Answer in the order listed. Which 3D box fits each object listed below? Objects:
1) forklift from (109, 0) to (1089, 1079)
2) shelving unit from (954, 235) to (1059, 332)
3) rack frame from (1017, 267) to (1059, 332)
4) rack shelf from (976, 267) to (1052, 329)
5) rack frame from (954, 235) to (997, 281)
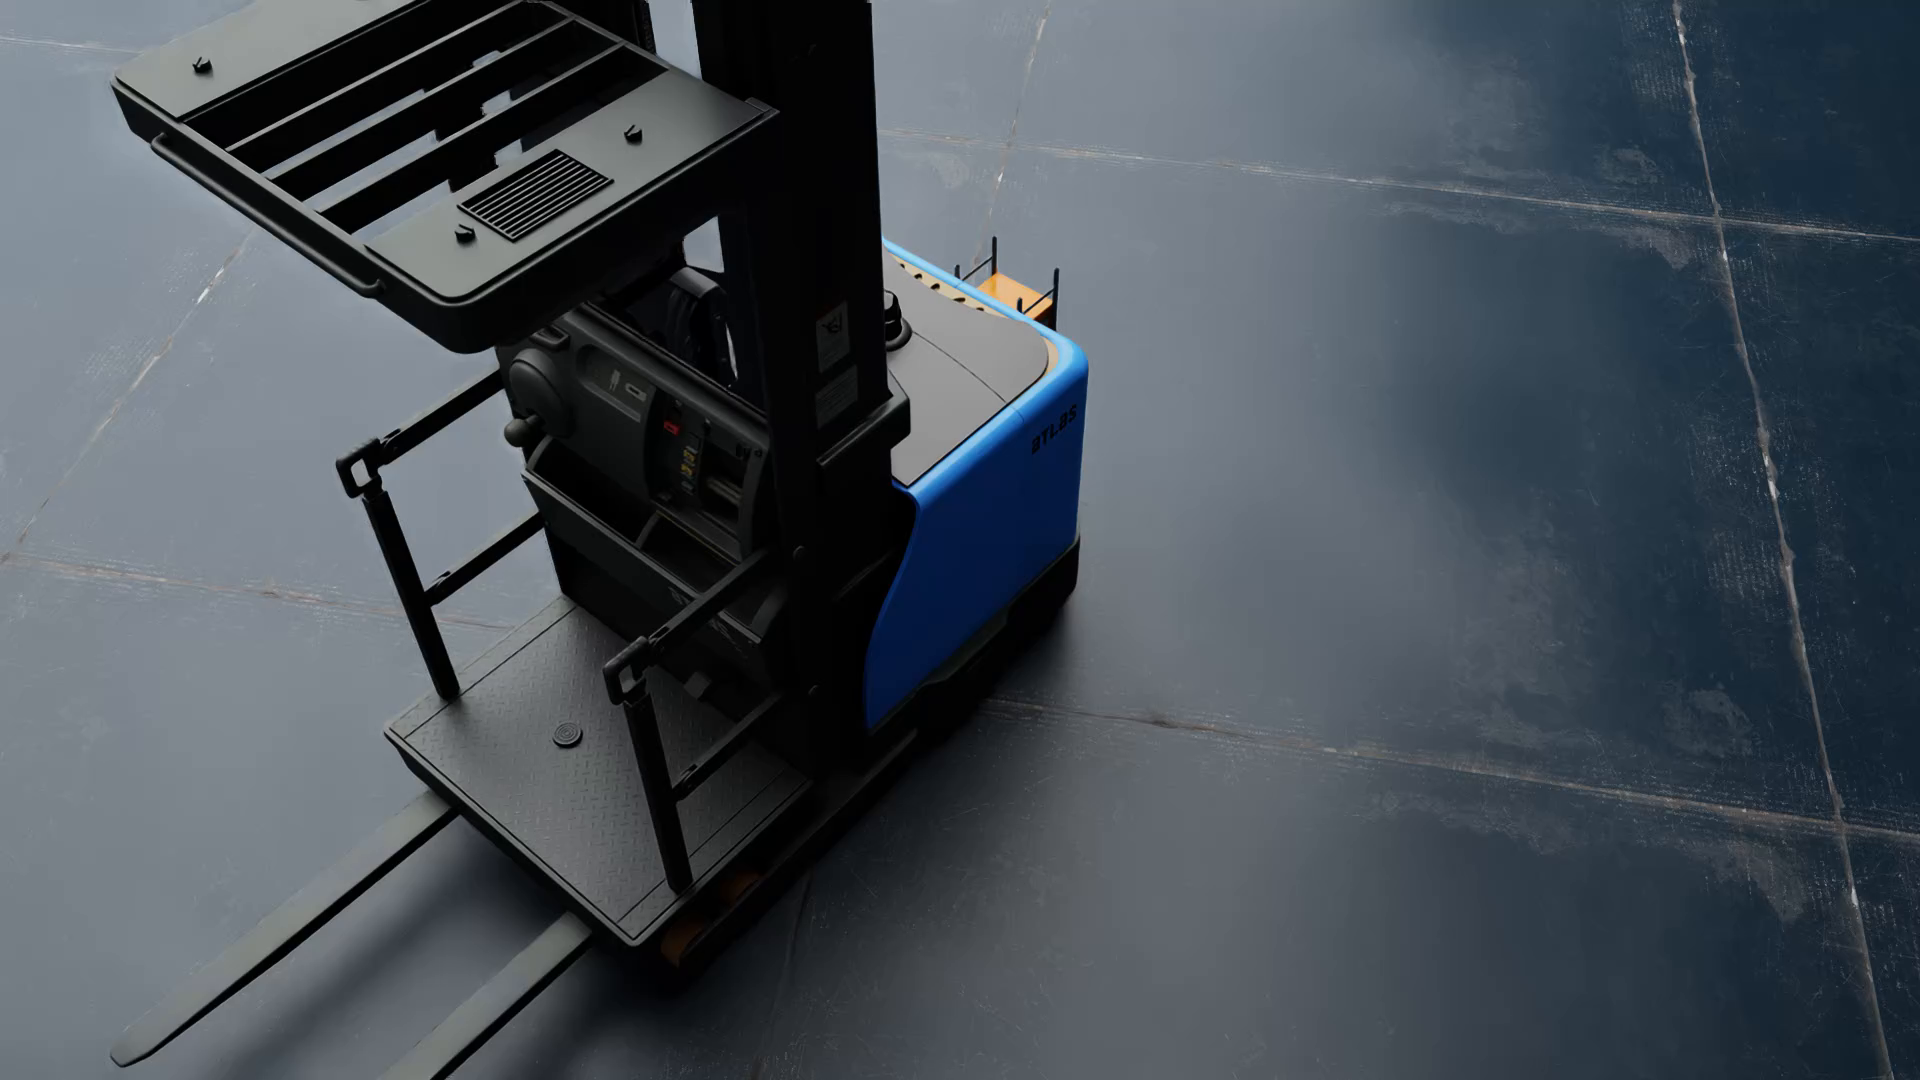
[{"bbox_3d":[-0.949,-0.208,3.966,1.130,2.935,3.031,32,56,26],"label":"forklift"},{"bbox_3d":[0.143,-0.485,5.480,0.252,1.050,0.215,32,55,25],"label":"shelving unit"},{"bbox_3d":[0.238,-0.427,5.428,0.008,1.050,0.200,32,55,25],"label":"rack frame"},{"bbox_3d":[0.143,-0.667,5.276,0.240,0.259,0.215,32,55,25],"label":"rack shelf"},{"bbox_3d":[0.049,-0.542,5.532,0.008,1.050,0.200,32,55,25],"label":"rack frame"}]
